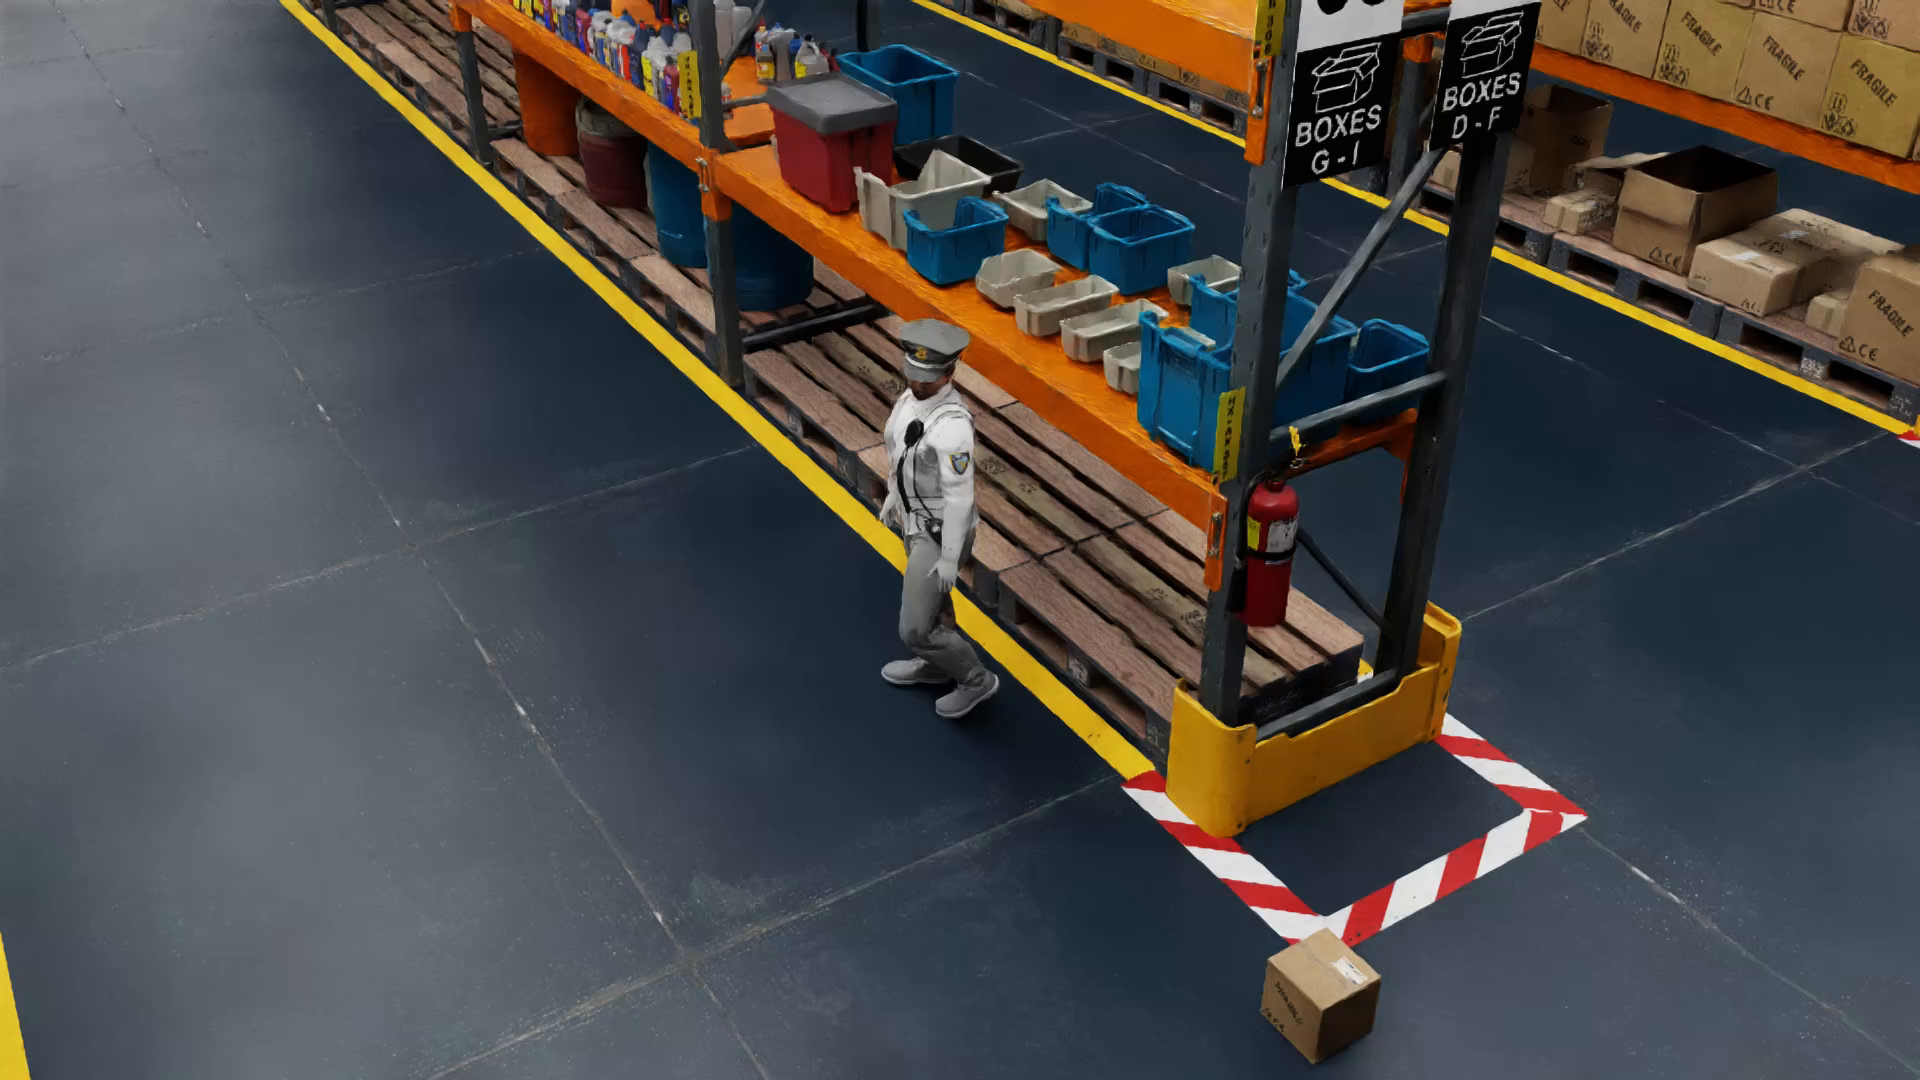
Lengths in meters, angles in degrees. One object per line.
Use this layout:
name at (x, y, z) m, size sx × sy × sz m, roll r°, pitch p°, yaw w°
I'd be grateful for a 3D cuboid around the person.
person at (-0.089, -0.055, 6.193) m, size 0.378 × 1.664 × 0.553 m, roll -7°, pitch 33°, yaw -11°
